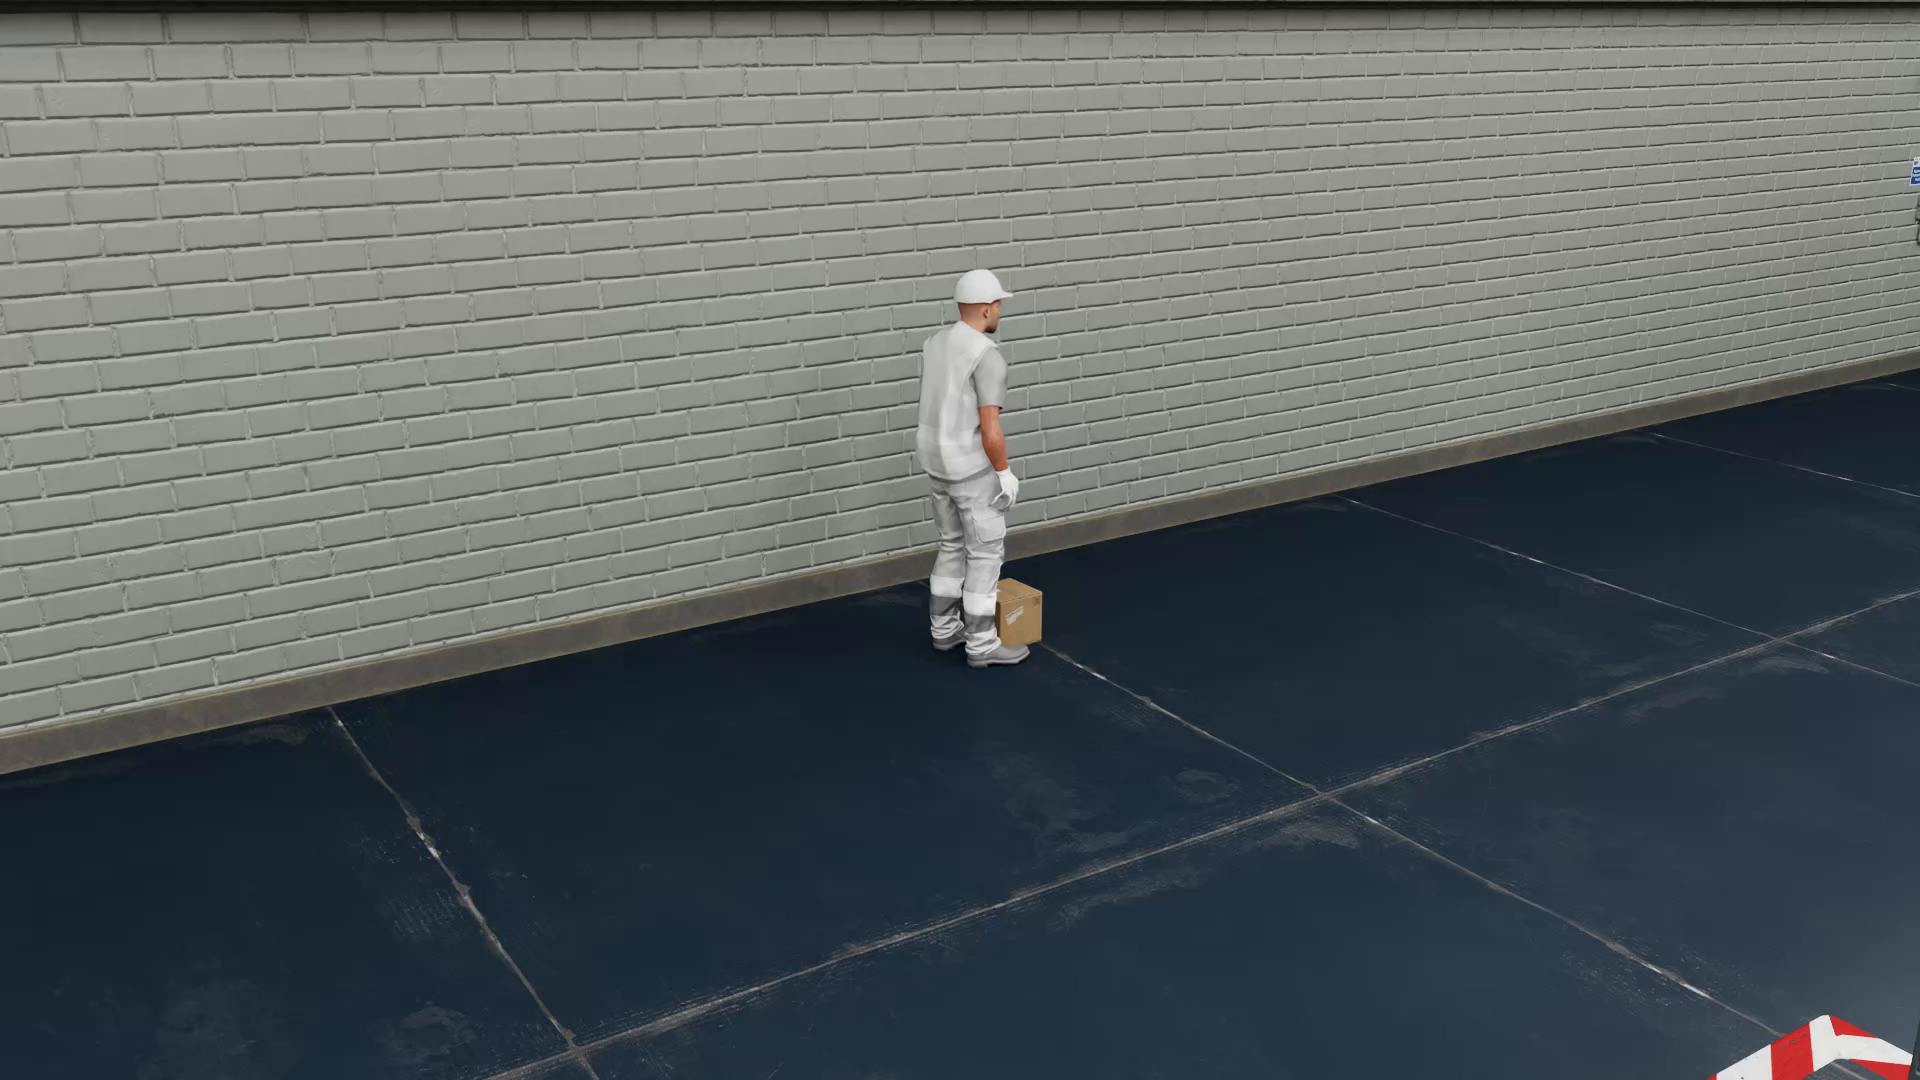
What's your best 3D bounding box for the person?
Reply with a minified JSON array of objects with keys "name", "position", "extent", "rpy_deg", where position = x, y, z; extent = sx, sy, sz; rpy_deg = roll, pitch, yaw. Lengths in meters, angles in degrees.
[{"name":"person","position":[0.046,-0.327,7.543],"extent":[0.456,1.778,0.615],"rpy_deg":[-12,21,-32]}]
